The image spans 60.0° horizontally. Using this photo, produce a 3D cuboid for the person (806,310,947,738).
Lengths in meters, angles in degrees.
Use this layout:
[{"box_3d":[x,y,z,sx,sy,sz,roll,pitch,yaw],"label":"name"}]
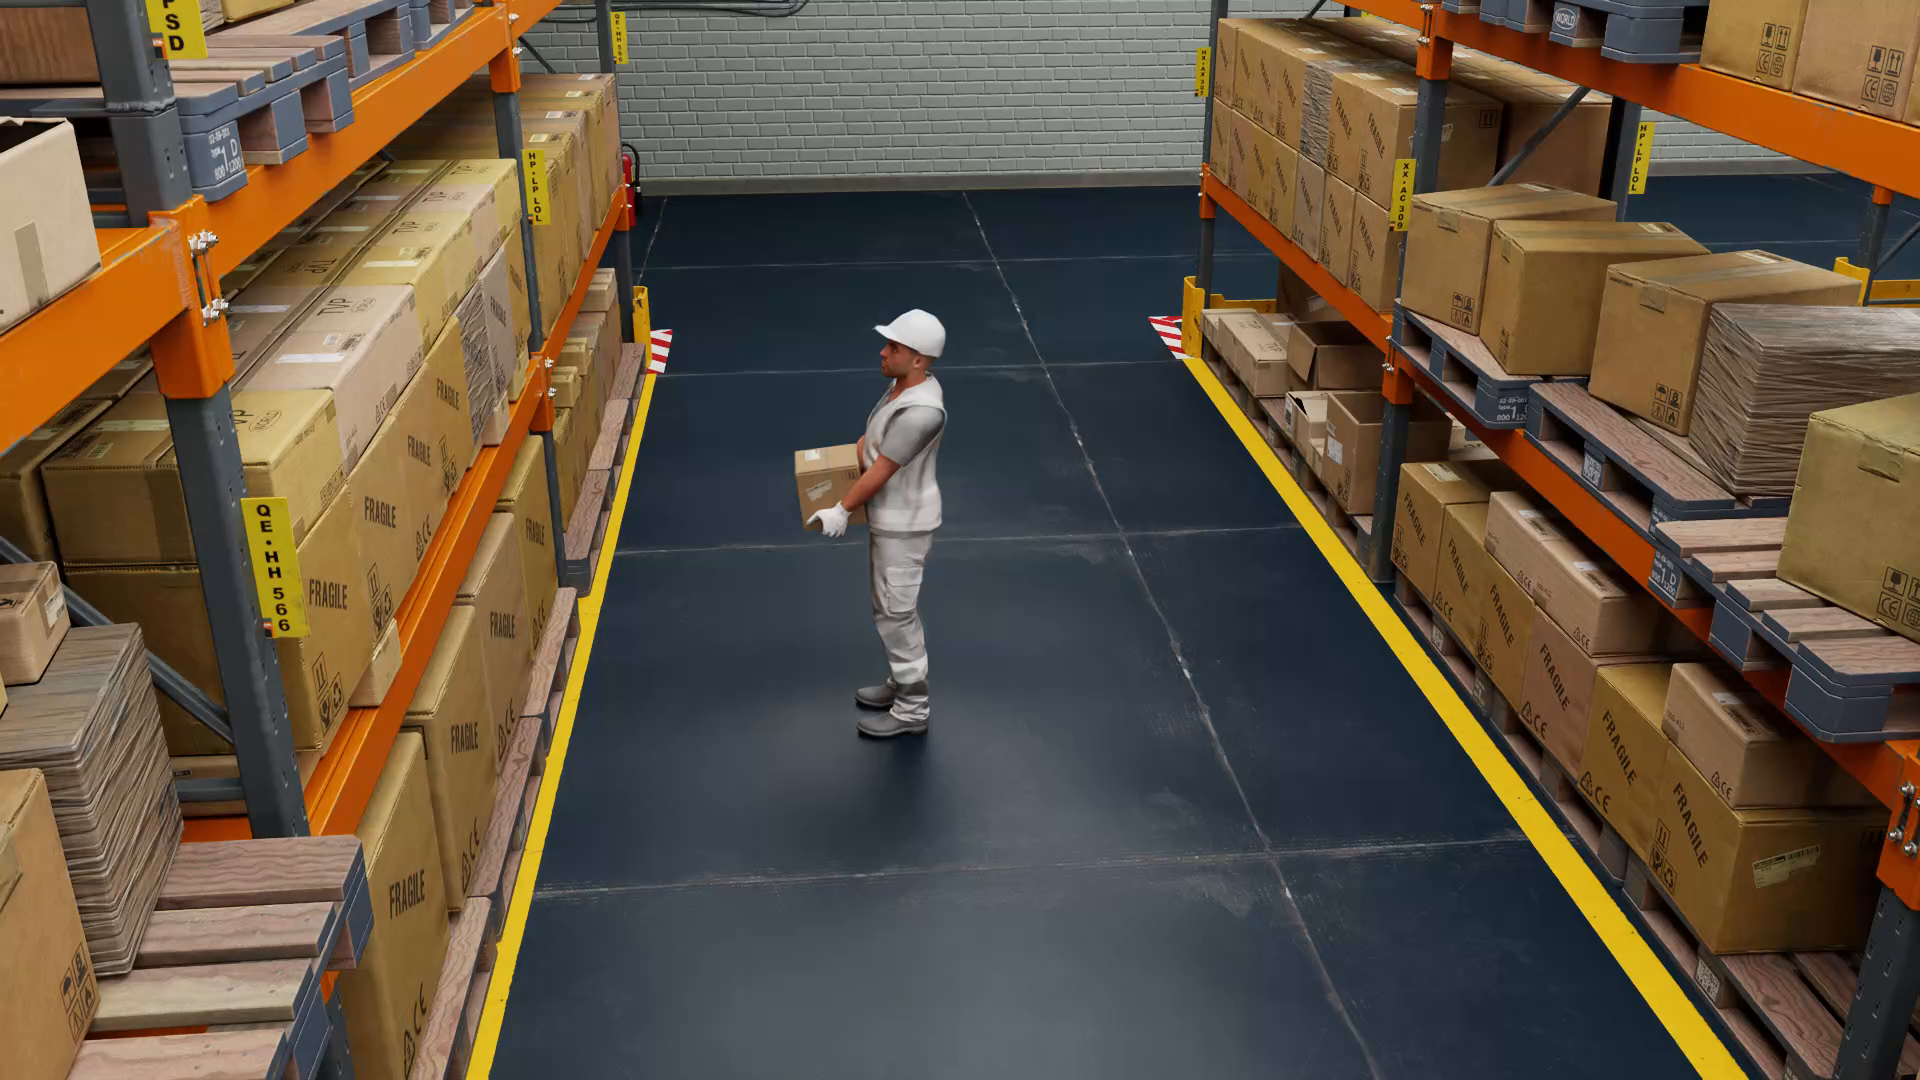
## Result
[{"box_3d":[-0.336,-0.058,6.710,0.564,1.782,0.494,-2,24,-5],"label":"person"}]
